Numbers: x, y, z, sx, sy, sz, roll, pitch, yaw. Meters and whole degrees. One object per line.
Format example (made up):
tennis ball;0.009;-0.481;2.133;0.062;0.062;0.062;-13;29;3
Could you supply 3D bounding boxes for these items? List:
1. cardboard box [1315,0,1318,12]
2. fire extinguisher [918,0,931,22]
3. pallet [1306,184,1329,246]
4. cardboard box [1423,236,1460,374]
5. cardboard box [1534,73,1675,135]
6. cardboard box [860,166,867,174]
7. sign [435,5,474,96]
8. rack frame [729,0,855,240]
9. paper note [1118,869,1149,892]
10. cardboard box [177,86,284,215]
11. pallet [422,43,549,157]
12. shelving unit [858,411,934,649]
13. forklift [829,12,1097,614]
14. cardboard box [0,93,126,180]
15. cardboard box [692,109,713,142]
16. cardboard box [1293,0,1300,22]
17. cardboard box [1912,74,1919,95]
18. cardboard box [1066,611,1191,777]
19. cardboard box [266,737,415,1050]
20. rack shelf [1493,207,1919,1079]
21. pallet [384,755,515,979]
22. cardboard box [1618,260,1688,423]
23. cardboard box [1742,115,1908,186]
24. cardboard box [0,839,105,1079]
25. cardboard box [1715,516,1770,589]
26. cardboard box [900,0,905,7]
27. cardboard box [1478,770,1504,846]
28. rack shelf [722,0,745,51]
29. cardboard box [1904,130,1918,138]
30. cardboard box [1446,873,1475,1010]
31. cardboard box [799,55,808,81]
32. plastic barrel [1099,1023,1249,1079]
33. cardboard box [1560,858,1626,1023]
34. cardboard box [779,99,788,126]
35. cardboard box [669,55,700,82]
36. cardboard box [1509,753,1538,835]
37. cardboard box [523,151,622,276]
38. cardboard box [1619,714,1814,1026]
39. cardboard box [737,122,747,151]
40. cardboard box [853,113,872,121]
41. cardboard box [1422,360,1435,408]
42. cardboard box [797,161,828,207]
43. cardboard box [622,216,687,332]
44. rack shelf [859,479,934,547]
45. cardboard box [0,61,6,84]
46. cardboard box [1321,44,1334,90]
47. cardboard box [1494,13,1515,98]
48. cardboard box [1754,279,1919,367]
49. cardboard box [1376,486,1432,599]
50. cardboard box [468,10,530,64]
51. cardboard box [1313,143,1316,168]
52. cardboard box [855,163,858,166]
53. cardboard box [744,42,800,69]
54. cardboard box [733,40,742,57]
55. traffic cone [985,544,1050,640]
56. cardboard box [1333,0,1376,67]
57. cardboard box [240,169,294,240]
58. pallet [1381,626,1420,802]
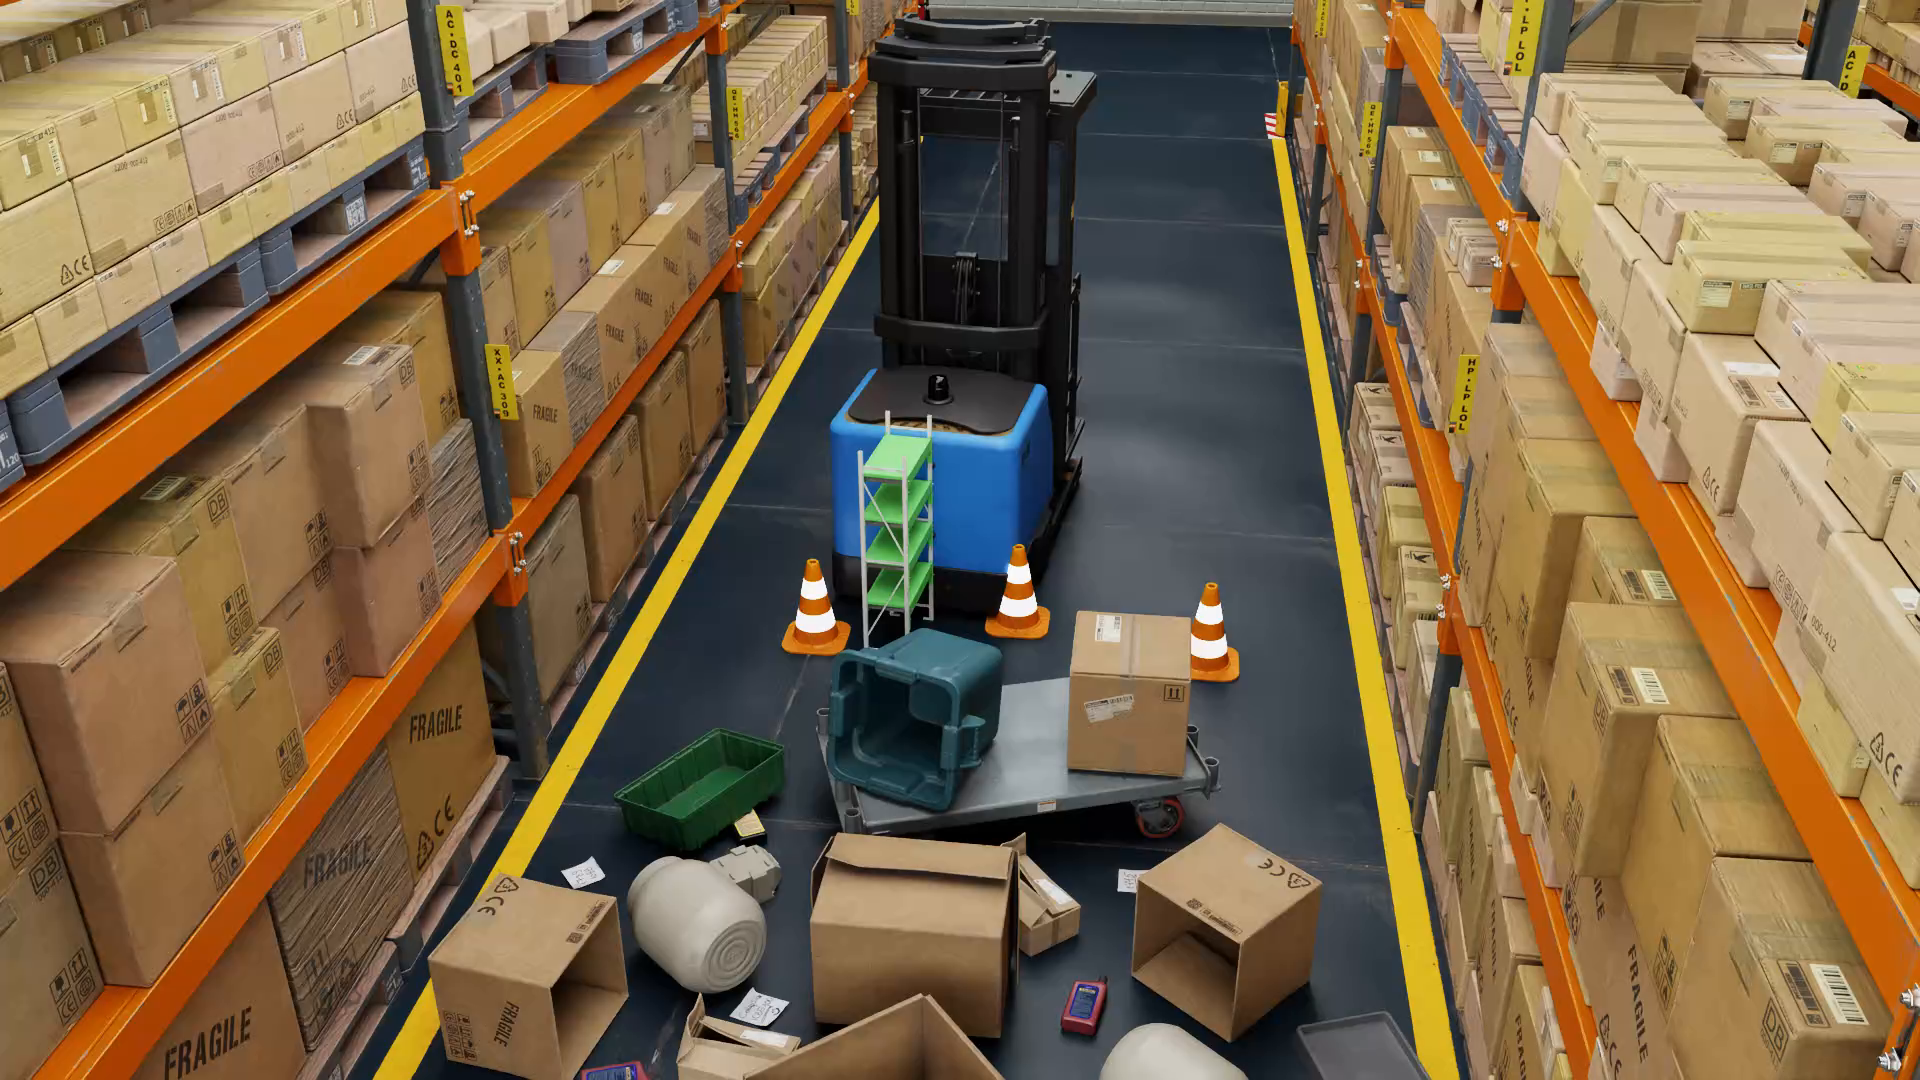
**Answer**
cardboard box;3.339;-4.745;14.234;0.500;0.500;0.500;3;28;5
fire extinguisher;-0.461;-5.800;17.829;0.296;0.674;0.183;3;28;6
pallet;3.656;-2.910;14.928;1.003;0.211;1.213;3;28;6
cardboard box;2.462;-1.085;7.739;0.500;0.500;0.500;4;29;8
cardboard box;2.142;-1.450;5.540;0.380;0.149;0.250;3;28;5
cardboard box;-1.065;-3.352;15.372;0.380;0.149;0.250;3;28;6
sign;-1.870;-1.810;6.155;0.100;0.325;0.005;3;28;6
rack frame;-1.440;-4.024;14.056;1.000;3.000;0.127;3;28;6
paper note;0.746;1.439;7.046;0.148;0.019;0.142;3;28;6
cardboard box;-2.352;-1.153;4.861;0.500;0.250;0.500;3;28;6
pallet;-2.357;-1.929;7.207;0.805;0.209;1.217;2;28;4
shelving unit;-0.317;0.001;8.482;0.258;1.200;0.503;6;29;12
forklift;0.146;-1.578;9.589;1.130;2.935;3.031;6;29;12
cardboard box;-2.366;-1.023;4.199;0.380;0.149;0.250;4;29;7
cardboard box;-1.681;-2.686;10.767;0.380;0.149;0.250;3;28;6
cardboard box;3.631;-5.501;16.694;0.500;0.500;0.500;3;28;6
cardboard box;8.218;-3.799;13.904;0.380;0.149;0.250;4;29;8
cardboard box;0.734;0.660;7.200;0.500;0.500;0.500;3;28;6
cardboard box;-2.674;1.209;6.141;0.875;0.875;0.875;4;29;7
rack shelf;2.259;-0.080;4.333;1.077;0.370;4.000;3;28;6
pallet;-2.591;1.323;7.072;1.003;0.211;1.213;3;28;6
cardboard box;1.991;-0.496;4.190;0.500;0.250;0.500;4;29;7
cardboard box;2.606;-1.173;5.026;0.380;0.149;0.250;4;29;7
cardboard box;-2.865;1.121;4.348;0.875;0.550;0.550;3;28;6
cardboard box;1.925;-0.007;3.702;0.380;0.149;0.250;3;28;6
cardboard box;-0.818;-5.613;16.587;0.500;0.500;0.500;3;28;5
cardboard box;2.028;0.951;5.803;0.380;0.149;0.250;4;29;8
rack shelf;-1.685;-4.086;11.768;1.077;0.370;4.000;3;28;6
cardboard box;8.425;-3.539;15.349;0.500;0.500;0.500;4;29;7
cardboard box;2.110;1.522;6.219;0.500;0.250;0.500;5;29;9
cardboard box;-1.387;-3.661;12.891;0.380;0.149;0.250;2;28;5
plastic barrel;0.765;1.939;5.705;0.421;0.421;0.512;-24;36;-37
cardboard box;1.938;0.948;4.409;0.500;0.500;0.500;3;28;6
cardboard box;-1.482;-3.161;12.277;0.380;0.149;0.250;2;28;5
cardboard box;-2.132;-3.466;12.215;0.380;0.149;0.250;4;29;8
cardboard box;1.981;0.824;5.323;0.380;0.149;0.250;3;29;6
cardboard box;-2.179;-1.694;8.572;0.700;0.500;0.500;3;28;6
cardboard box;1.930;0.759;3.706;0.700;0.500;0.500;4;29;7
cardboard box;-1.641;-2.690;11.089;0.380;0.149;0.250;5;29;9
cardboard box;-1.045;-3.986;15.922;0.380;0.149;0.250;2;28;4
cardboard box;2.367;-0.717;7.741;0.380;0.149;0.250;4;29;7
cardboard box;-1.357;-2.832;13.246;0.500;0.250;0.500;5;29;9
cardboard box;-1.843;-1.487;9.243;0.500;0.500;0.500;3;28;5
rack shelf;-0.317;-0.154;8.399;0.258;0.148;0.480;6;29;12
cardboard box;-2.957;-1.297;4.709;0.380;0.149;0.250;3;28;6
cardboard box;3.151;-3.747;13.174;0.500;0.250;0.500;3;28;5
cardboard box;2.499;-1.979;6.813;0.500;0.250;0.500;4;29;7
cardboard box;2.023;-0.466;3.713;0.380;0.149;0.250;3;28;5
cardboard box;2.734;0.041;8.839;0.950;0.372;0.625;4;29;8
cardboard box;-2.047;-2.171;7.171;0.250;0.149;0.380;3;28;6
cardboard box;3.777;-3.551;15.438;0.875;0.438;0.875;3;28;5
cardboard box;-1.136;-3.361;15.075;0.380;0.149;0.250;4;29;7
cardboard box;-1.427;-3.673;12.599;0.380;0.149;0.250;2;28;5
cardboard box;-1.975;-3.948;13.425;0.380;0.149;0.250;3;28;5
traffic cone;0.310;0.239;8.818;0.336;0.463;0.334;3;28;6
cardboard box;3.111;-3.837;12.549;0.500;0.500;0.500;3;28;6
cardboard box;-2.272;-1.029;5.051;0.380;0.149;0.250;4;29;7
pallet;2.598;0.843;7.963;1.003;0.211;1.213;3;28;6
